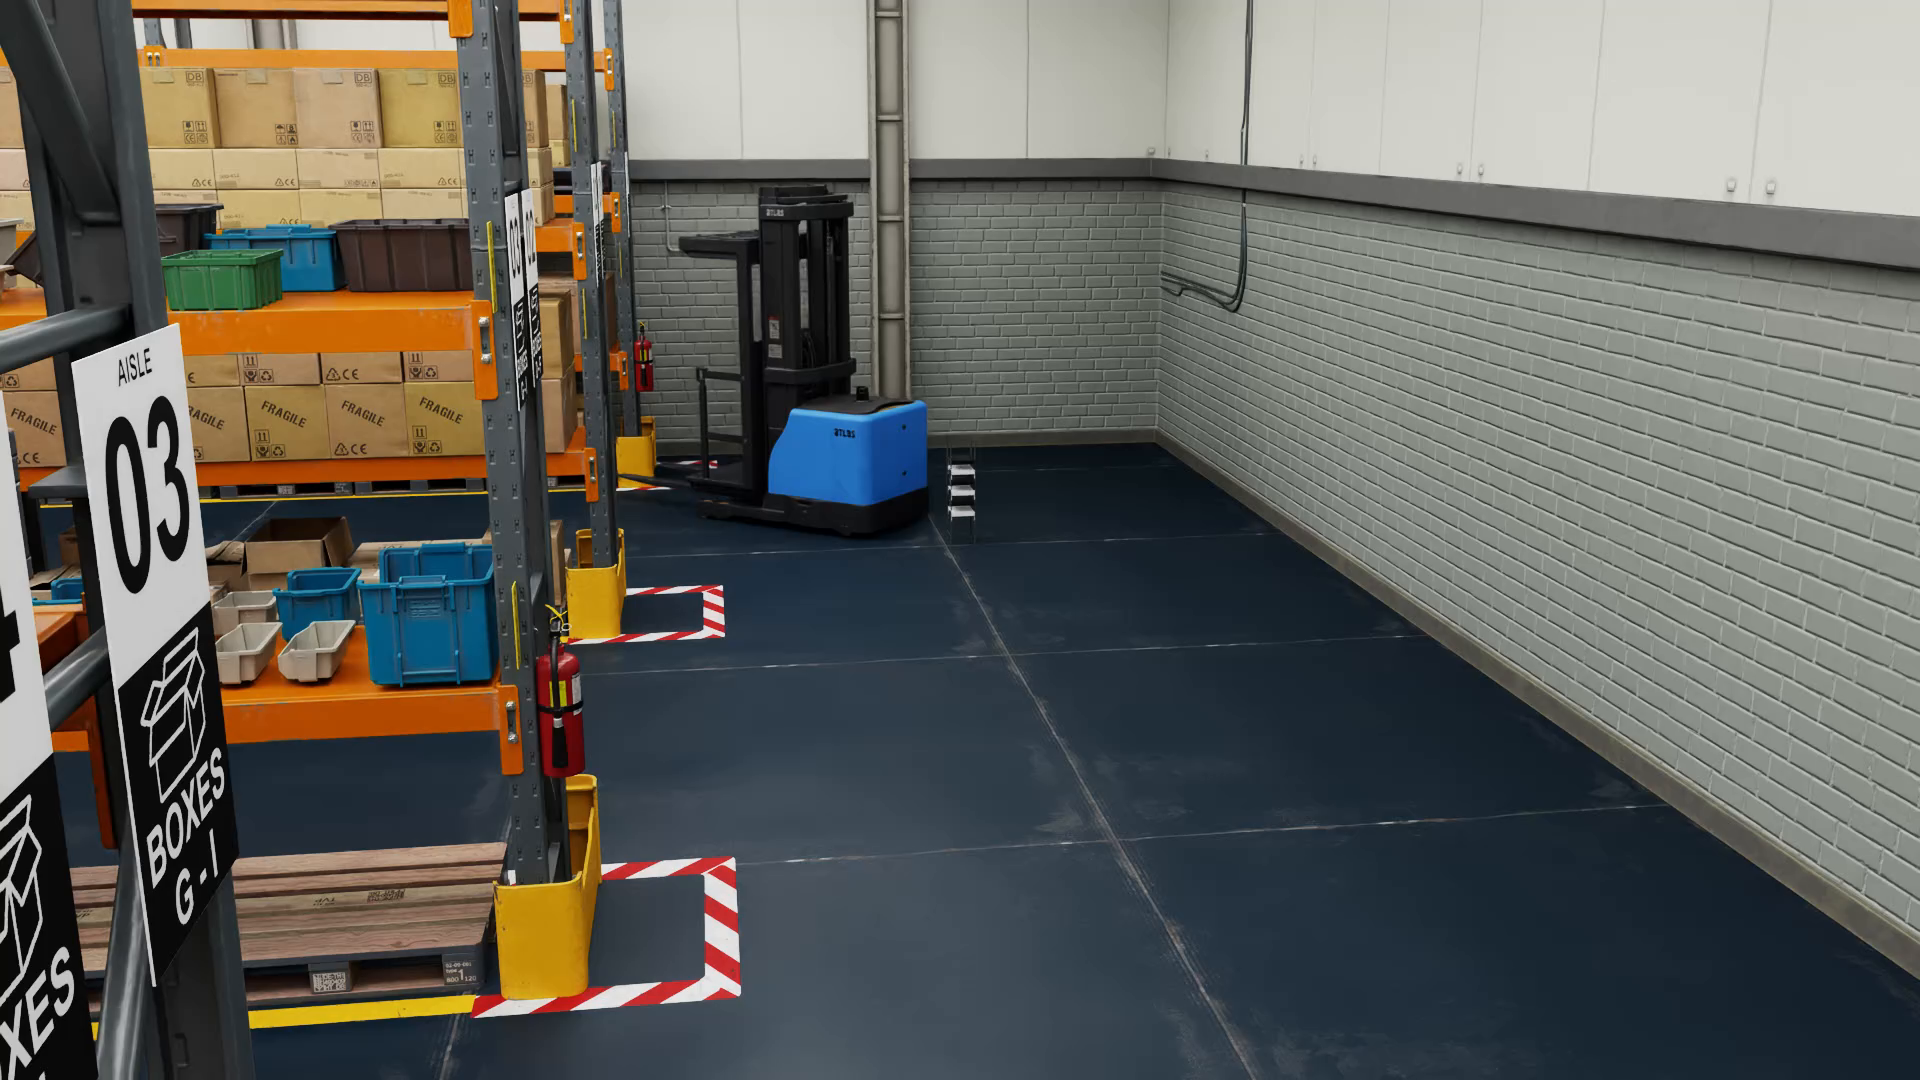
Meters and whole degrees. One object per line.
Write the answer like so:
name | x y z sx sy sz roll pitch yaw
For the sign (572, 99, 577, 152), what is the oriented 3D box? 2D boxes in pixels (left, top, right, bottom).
sign | -2.478 -2.665 10.696 0.005 0.325 0.100 -2 14 -8

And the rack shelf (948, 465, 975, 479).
rack shelf | 0.008 -0.579 14.078 0.200 0.077 0.258 -2 14 -8

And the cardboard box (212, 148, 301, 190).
cardboard box | -4.494 -2.405 10.758 0.500 0.250 0.500 -2 14 -8

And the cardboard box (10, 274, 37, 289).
cardboard box | -8.673 -2.415 15.284 0.500 0.250 0.500 -2 14 -7

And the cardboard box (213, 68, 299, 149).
cardboard box | -4.540 -2.844 10.967 0.500 0.500 0.700 -2 14 -8

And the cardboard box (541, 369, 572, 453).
cardboard box | -2.943 -0.882 11.366 0.500 0.500 0.500 -2 14 -7

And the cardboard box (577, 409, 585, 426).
cardboard box | -3.960 -1.048 16.511 0.500 0.500 0.700 -2 14 -8

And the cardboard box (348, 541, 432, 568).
cardboard box | -4.110 0.193 12.034 0.500 0.250 0.500 -2 14 -8

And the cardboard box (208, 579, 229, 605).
cardboard box | -5.195 0.394 11.405 0.250 0.166 0.380 -2 14 -8

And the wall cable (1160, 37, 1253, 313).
wall cable | 2.363 -3.629 16.577 0.112 2.526 3.097 -2 14 -8

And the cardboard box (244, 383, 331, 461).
cardboard box | -4.448 -0.827 11.148 0.500 0.500 0.500 -2 14 -9

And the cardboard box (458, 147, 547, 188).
cardboard box | -3.011 -2.460 10.978 0.500 0.250 0.500 -2 14 -8

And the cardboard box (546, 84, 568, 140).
cardboard box | -3.966 -4.012 15.586 0.500 0.500 0.500 -2 14 -8

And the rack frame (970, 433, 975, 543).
rack frame | 0.109 -0.440 14.128 0.006 0.900 0.240 -2 14 -8

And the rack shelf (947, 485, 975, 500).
rack shelf | 0.008 -0.404 14.122 0.200 0.077 0.258 -2 14 -8

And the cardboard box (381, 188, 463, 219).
cardboard box | -3.506 -2.200 10.969 0.500 0.250 0.500 -2 14 -8

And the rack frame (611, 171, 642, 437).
rack frame | -3.283 -2.106 16.455 0.127 3.000 1.000 -2 14 -8

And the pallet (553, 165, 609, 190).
pallet | -4.015 -3.489 15.983 1.213 0.211 1.003 -2 14 -8

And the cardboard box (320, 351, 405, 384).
cardboard box | -3.952 -1.328 11.089 0.500 0.500 0.500 -2 14 -7

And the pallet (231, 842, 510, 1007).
pallet | -2.628 1.650 7.210 1.213 0.211 1.003 -2 14 -8

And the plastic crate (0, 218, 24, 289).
plastic crate | -4.044 -1.115 6.578 0.530 0.282 0.437 -2 14 -8

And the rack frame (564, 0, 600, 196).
rack frame | -2.541 -3.825 10.974 0.127 3.000 1.000 -2 14 -8

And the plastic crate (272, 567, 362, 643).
plastic crate | -2.751 0.282 7.151 0.300 0.233 0.416 -2 14 -8

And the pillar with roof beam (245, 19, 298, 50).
pillar with roof beam | -6.033 -4.069 11.949 0.400 9.000 9.100 -2 14 -8

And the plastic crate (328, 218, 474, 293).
plastic crate | -2.229 -1.168 6.815 0.590 0.269 0.497 -2 14 -8

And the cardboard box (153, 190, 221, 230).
cardboard box | -4.989 -2.145 10.752 0.500 0.250 0.500 -2 14 -8

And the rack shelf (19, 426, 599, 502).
rack shelf | -4.519 -0.494 11.503 4.000 0.370 1.077 -2 14 -8

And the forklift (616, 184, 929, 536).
forklift | -1.802 -1.700 14.974 3.031 2.935 1.130 8 16 30

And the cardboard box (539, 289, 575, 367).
cardboard box | -3.019 -1.496 11.759 0.500 0.500 0.500 -2 14 -7

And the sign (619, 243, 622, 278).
sign | -3.216 -2.652 15.763 0.005 0.325 0.100 -2 14 -8

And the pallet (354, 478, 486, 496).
pallet | -5.265 -0.663 16.430 1.213 0.211 1.003 -2 14 -8

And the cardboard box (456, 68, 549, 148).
cardboard box | -3.047 -2.881 11.116 0.500 0.500 0.700 -2 14 -8

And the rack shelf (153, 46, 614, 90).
rack shelf | -5.260 -4.401 15.572 4.000 0.370 1.077 -2 14 -8

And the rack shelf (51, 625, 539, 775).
rack shelf | -3.784 0.698 6.751 4.000 0.370 1.077 -2 14 -8

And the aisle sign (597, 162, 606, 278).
aisle sign | -2.517 -2.249 11.679 0.004 0.787 0.394 -2 14 -8

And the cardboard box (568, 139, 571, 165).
cardboard box | -4.041 -3.773 16.175 0.500 0.250 0.500 -1 14 -5

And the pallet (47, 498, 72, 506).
pallet | -7.990 -0.563 16.032 1.213 0.211 1.003 -2 14 -8

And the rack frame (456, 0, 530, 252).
rack frame | -1.807 -2.633 6.223 0.127 3.000 1.000 -2 14 -8

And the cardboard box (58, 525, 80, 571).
cardboard box | -5.975 0.140 11.731 0.500 0.500 0.500 -2 14 -8

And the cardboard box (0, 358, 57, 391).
cardboard box | -5.988 -1.253 10.791 0.500 0.500 0.500 -2 14 -7

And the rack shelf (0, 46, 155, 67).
rack shelf | -9.216 -4.256 14.994 4.000 0.370 1.077 -2 14 -8

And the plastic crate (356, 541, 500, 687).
plastic crate | -2.110 0.287 6.713 0.499 0.435 0.616 -2 14 -8

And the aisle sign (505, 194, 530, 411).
aisle sign | -1.692 -0.917 6.366 0.004 0.787 0.394 -2 14 -8

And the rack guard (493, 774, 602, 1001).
rack guard | -1.785 1.485 7.273 0.348 0.500 1.175 -2 14 -8

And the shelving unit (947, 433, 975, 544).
shelving unit | 0.008 -0.437 14.114 0.210 0.900 0.258 -2 14 -8
